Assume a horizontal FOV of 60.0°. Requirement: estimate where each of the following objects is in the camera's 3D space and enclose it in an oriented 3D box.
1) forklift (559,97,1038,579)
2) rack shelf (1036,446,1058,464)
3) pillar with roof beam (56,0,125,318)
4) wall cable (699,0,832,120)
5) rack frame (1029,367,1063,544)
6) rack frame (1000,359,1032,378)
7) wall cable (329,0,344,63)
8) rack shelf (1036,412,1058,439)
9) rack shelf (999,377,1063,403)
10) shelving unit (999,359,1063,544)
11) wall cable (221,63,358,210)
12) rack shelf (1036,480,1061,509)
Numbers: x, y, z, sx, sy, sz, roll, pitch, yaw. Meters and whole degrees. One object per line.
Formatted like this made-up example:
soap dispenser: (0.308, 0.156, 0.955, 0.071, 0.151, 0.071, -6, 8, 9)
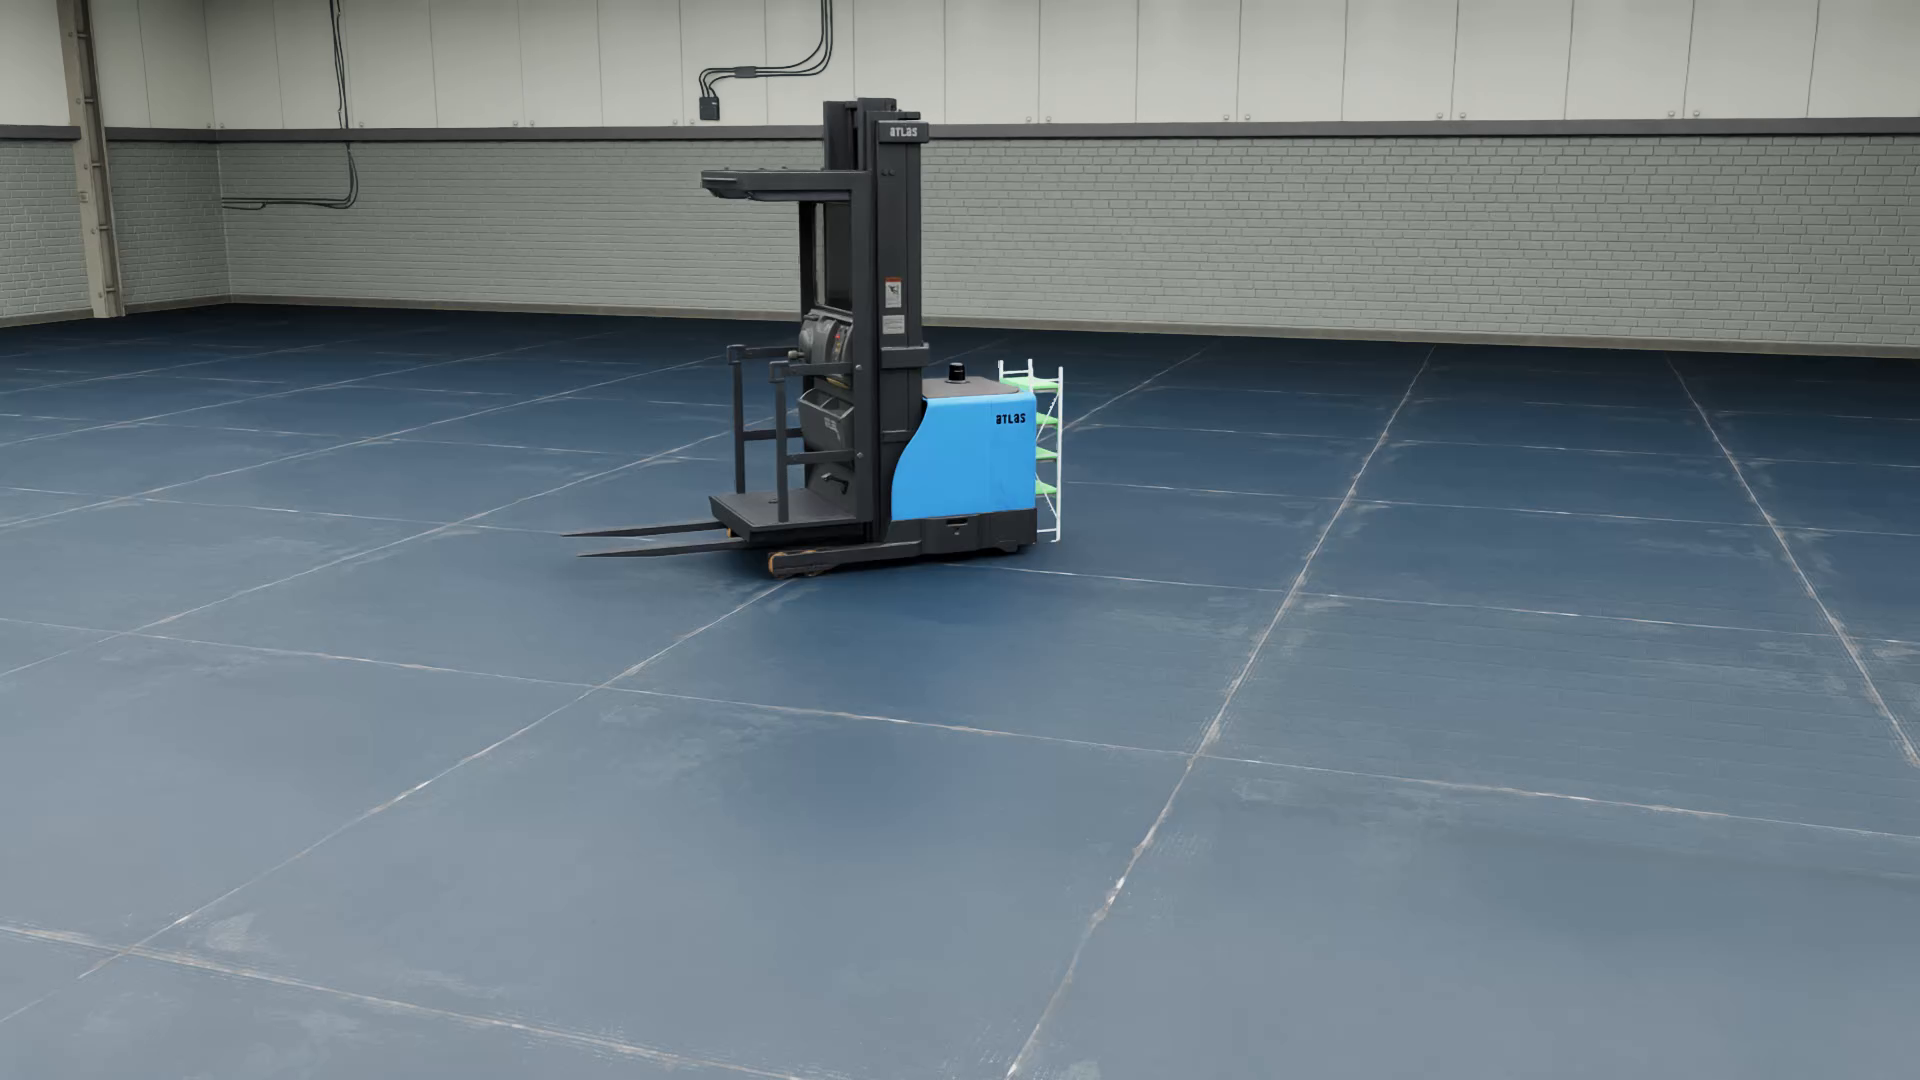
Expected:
forklift: (-1.049, -1.316, 10.668, 3.031, 2.935, 1.130, -5, 14, -22)
rack shelf: (0.481, -0.556, 11.513, 0.258, 0.148, 0.480, -5, 14, -22)
pillar with roof beam: (-10.200, -7.822, 25.535, 9.100, 9.000, 0.400, 4, 14, 18)
wall cable: (-3.092, -9.628, 25.806, 2.305, 6.003, 0.169, 4, 14, 18)
rack frame: (0.576, -0.569, 11.280, 0.240, 1.200, 0.015, -5, 14, -22)
rack frame: (0.387, -0.669, 11.718, 0.240, 1.200, 0.015, -5, 14, -22)
wall cable: (-9.510, -9.411, 28.124, 3.097, 2.526, 0.112, 4, 14, 18)
rack shelf: (0.482, -0.790, 11.460, 0.258, 0.148, 0.480, -5, 14, -22)
rack shelf: (0.483, -1.024, 11.407, 0.258, 0.148, 0.480, -5, 14, -22)
shelving unit: (0.481, -0.619, 11.499, 0.258, 1.200, 0.503, -5, 14, -22)
wall cable: (-12.069, -7.143, 29.539, 3.097, 2.526, 0.112, 4, 14, 18)
rack shelf: (0.480, -0.322, 11.566, 0.258, 0.148, 0.480, -5, 14, -22)
